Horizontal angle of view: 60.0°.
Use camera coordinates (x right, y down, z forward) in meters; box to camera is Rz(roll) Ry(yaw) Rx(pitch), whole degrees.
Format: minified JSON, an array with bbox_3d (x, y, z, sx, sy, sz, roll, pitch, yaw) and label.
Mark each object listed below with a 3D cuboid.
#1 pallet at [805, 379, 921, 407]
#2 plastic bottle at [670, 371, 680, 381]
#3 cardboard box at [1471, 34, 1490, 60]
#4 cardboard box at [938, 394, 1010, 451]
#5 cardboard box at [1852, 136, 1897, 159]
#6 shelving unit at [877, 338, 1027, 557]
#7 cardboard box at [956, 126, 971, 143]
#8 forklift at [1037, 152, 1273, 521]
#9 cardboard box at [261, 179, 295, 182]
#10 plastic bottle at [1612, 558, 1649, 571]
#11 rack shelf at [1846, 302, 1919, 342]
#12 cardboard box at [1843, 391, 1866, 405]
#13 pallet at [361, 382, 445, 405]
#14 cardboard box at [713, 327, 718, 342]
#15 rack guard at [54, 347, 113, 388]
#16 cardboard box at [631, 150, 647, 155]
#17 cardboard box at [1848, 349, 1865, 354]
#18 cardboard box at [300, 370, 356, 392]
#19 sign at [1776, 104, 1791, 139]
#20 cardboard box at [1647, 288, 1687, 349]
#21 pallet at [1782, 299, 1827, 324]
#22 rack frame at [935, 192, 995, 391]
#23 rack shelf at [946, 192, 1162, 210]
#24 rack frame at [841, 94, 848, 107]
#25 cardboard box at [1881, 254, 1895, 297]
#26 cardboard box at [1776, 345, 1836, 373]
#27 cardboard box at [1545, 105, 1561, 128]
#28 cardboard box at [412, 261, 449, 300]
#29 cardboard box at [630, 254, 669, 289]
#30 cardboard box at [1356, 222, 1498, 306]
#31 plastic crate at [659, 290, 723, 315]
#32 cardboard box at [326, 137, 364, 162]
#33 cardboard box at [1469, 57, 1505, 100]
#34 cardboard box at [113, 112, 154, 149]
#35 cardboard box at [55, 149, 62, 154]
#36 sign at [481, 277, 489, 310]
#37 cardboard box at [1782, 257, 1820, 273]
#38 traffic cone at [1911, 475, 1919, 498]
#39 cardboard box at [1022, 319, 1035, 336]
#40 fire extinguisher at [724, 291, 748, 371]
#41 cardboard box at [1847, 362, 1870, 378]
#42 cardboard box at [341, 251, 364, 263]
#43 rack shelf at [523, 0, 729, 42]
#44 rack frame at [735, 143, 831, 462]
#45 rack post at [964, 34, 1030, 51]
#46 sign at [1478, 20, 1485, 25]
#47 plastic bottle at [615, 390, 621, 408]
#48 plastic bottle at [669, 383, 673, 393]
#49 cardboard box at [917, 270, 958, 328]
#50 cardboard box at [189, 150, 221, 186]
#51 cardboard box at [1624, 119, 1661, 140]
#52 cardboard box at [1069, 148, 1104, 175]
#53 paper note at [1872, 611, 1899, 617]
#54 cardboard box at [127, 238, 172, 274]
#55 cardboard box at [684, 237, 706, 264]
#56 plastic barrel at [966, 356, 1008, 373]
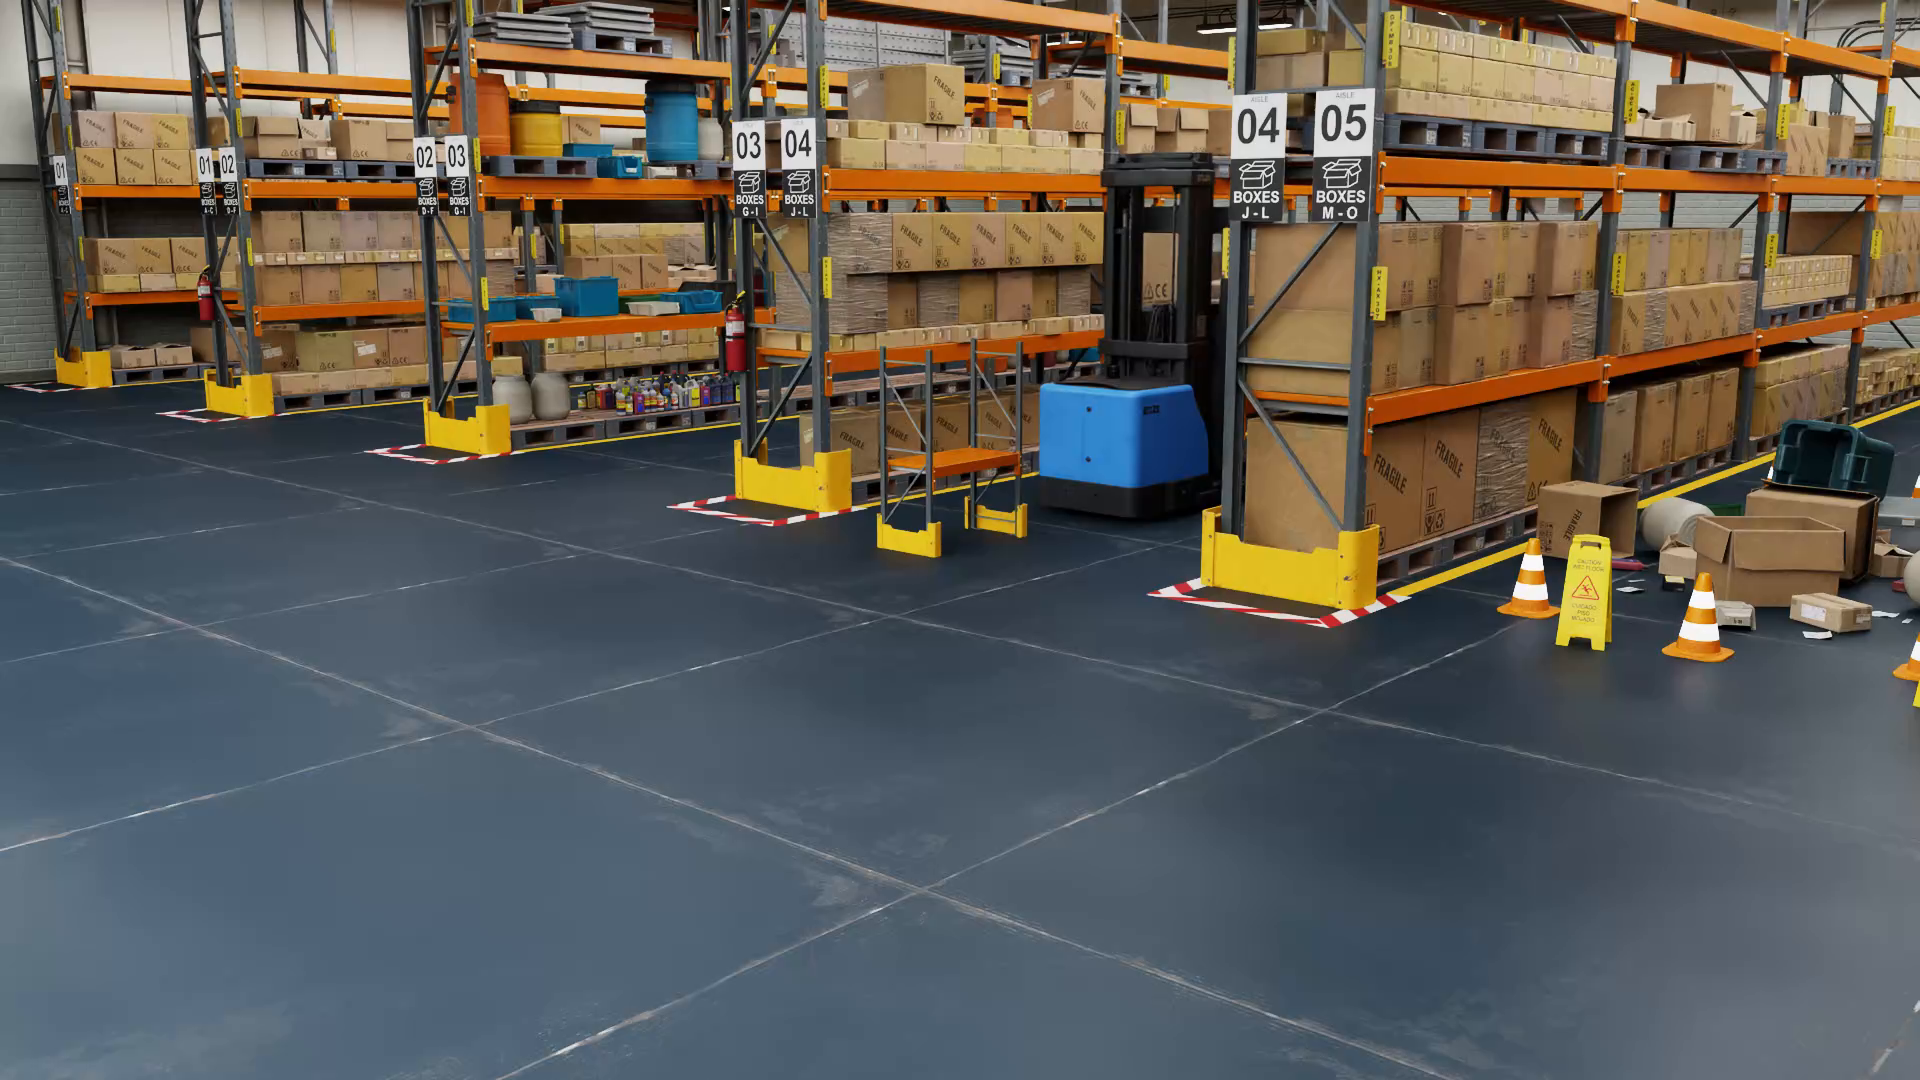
[{"bbox_3d":[-1.278,-1.946,21.917,1.003,0.211,1.213,10,15,40],"label":"pallet"},{"bbox_3d":[-3.417,-1.864,20.028,0.144,0.351,0.185,10,15,42],"label":"plastic bottle"},{"bbox_3d":[3.298,-3.279,11.089,0.380,0.149,0.250,9,15,39],"label":"cardboard box"},{"bbox_3d":[0.131,-1.112,15.931,0.500,0.500,0.500,8,14,35],"label":"cardboard box"},{"bbox_3d":[10.586,-4.576,19.410,0.500,0.250,0.500,10,15,42],"label":"cardboard box"},{"bbox_3d":[-0.050,-0.724,12.508,0.587,1.500,1.083,10,15,40],"label":"shelving unit"},{"bbox_3d":[-0.123,-3.617,14.870,0.380,0.149,0.250,10,15,40],"label":"cardboard box"},{"bbox_3d":[2.005,-1.823,14.353,1.130,2.935,3.031,10,15,41],"label":"forklift"},{"bbox_3d":[-10.505,-5.644,25.348,0.500,0.500,0.500,8,14,36],"label":"cardboard box"},{"bbox_3d":[4.688,0.174,11.686,0.283,0.061,0.133,4,12,21],"label":"plastic bottle"},{"bbox_3d":[11.409,-2.835,21.083,1.077,0.370,4.000,10,15,40],"label":"rack shelf"},{"bbox_3d":[10.570,-1.713,19.837,0.380,0.149,0.250,9,14,38],"label":"cardboard box"},{"bbox_3d":[-7.652,-1.995,22.158,1.003,0.211,1.213,10,15,40],"label":"pallet"},{"bbox_3d":[-3.811,-3.266,25.921,0.500,0.311,0.500,10,15,42],"label":"cardboard box"},{"bbox_3d":[-12.604,-2.491,23.905,1.175,0.500,0.348,10,15,40],"label":"rack guard"},{"bbox_3d":[-6.094,-6.936,30.740,0.700,0.500,0.500,10,15,40],"label":"cardboard box"},{"bbox_3d":[11.672,-2.425,21.879,0.380,0.149,0.250,9,14,38],"label":"cardboard box"},{"bbox_3d":[-8.082,-2.047,21.250,0.500,0.250,0.500,10,15,40],"label":"cardboard box"},{"bbox_3d":[7.859,-3.995,15.875,0.100,0.325,0.005,10,15,40],"label":"sign"},{"bbox_3d":[6.022,-1.956,14.588,0.500,0.500,0.500,10,15,40],"label":"cardboard box"},{"bbox_3d":[8.724,-2.507,18.096,1.003,0.211,1.213,10,15,40],"label":"pallet"},{"bbox_3d":[0.068,-3.601,23.084,1.000,3.000,0.127,10,15,40],"label":"rack frame"},{"bbox_3d":[1.389,-5.014,24.334,1.077,0.370,4.000,10,15,40],"label":"rack shelf"},{"bbox_3d":[-2.093,-9.001,34.802,1.000,3.000,0.127,10,15,40],"label":"rack frame"},{"bbox_3d":[10.926,-3.202,20.071,0.500,0.500,0.500,10,15,40],"label":"cardboard box"},{"bbox_3d":[9.437,-2.025,18.587,0.500,0.250,0.500,11,16,43],"label":"cardboard box"},{"bbox_3d":[4.137,-3.075,12.102,0.380,0.149,0.250,10,15,41],"label":"cardboard box"},{"bbox_3d":[-7.256,-3.485,22.246,0.700,0.500,0.500,10,15,41],"label":"cardboard box"},{"bbox_3d":[-4.745,-4.042,25.036,0.500,0.500,0.500,9,14,37],"label":"cardboard box"},{"bbox_3d":[3.207,-1.938,11.617,0.875,0.550,0.550,10,15,40],"label":"cardboard box"},{"bbox_3d":[-3.099,-2.742,19.161,0.499,0.251,0.616,10,15,40],"label":"plastic crate"},{"bbox_3d":[-8.002,-5.052,21.489,0.500,0.311,0.500,-10,15,-41],"label":"cardboard box"},{"bbox_3d":[3.345,-3.113,11.276,0.500,0.250,0.500,10,15,40],"label":"cardboard box"},{"bbox_3d":[-11.849,-5.818,23.664,0.500,0.500,0.500,10,15,40],"label":"cardboard box"},{"bbox_3d":[-12.569,-5.329,23.770,0.500,0.500,0.500,-11,16,-43],"label":"cardboard box"},{"bbox_3d":[-4.802,-2.488,16.804,0.100,0.325,0.005,10,15,40],"label":"sign"},{"bbox_3d":[9.109,-2.992,18.082,0.380,0.149,0.250,9,14,38],"label":"cardboard box"},{"bbox_3d":[7.800,-0.383,13.445,0.336,0.463,0.334,10,15,40],"label":"traffic cone"},{"bbox_3d":[0.500,-2.044,15.929,0.380,0.149,0.250,10,15,40],"label":"cardboard box"},{"bbox_3d":[-1.914,-1.789,14.206,0.296,0.674,0.183,10,15,40],"label":"fire extinguisher"},{"bbox_3d":[10.698,-2.050,20.003,0.380,0.149,0.250,11,16,43],"label":"cardboard box"},{"bbox_3d":[-7.830,-3.614,21.238,0.380,0.149,0.250,9,14,38],"label":"cardboard box"},{"bbox_3d":[-6.053,-9.395,30.127,1.077,0.370,4.000,10,15,40],"label":"rack shelf"},{"bbox_3d":[-1.492,-1.784,13.985,1.000,3.000,0.127,10,15,40],"label":"rack frame"},{"bbox_3d":[0.509,-6.923,23.083,0.624,0.289,0.986,10,15,40],"label":"rack post"},{"bbox_3d":[6.845,-6.920,21.795,0.100,0.325,0.005,10,15,40],"label":"sign"},{"bbox_3d":[-3.945,-1.635,19.261,0.097,0.201,0.097,0,11,0],"label":"plastic bottle"},{"bbox_3d":[-3.311,-1.679,19.271,0.061,0.283,0.133,10,15,40],"label":"plastic bottle"},{"bbox_3d":[-0.506,-2.213,15.119,0.875,0.500,0.500,10,15,40],"label":"cardboard box"},{"bbox_3d":[-11.187,-5.485,24.549,0.500,0.500,0.500,11,16,44],"label":"cardboard box"},{"bbox_3d":[5.678,-3.440,13.929,0.250,0.149,0.380,10,15,40],"label":"cardboard box"},{"bbox_3d":[1.044,-3.669,16.147,0.500,0.250,0.500,11,15,42],"label":"cardboard box"},{"bbox_3d":[5.754,0.457,10.375,0.142,0.019,0.148,-6,13,-28],"label":"paper note"},{"bbox_3d":[-11.780,-4.112,24.058,0.500,0.500,0.500,10,15,41],"label":"cardboard box"},{"bbox_3d":[-5.178,-5.499,31.517,0.500,0.500,0.500,10,15,41],"label":"cardboard box"},{"bbox_3d":[0.378,-2.817,23.626,0.600,0.830,0.708,10,15,40],"label":"plastic barrel"}]
